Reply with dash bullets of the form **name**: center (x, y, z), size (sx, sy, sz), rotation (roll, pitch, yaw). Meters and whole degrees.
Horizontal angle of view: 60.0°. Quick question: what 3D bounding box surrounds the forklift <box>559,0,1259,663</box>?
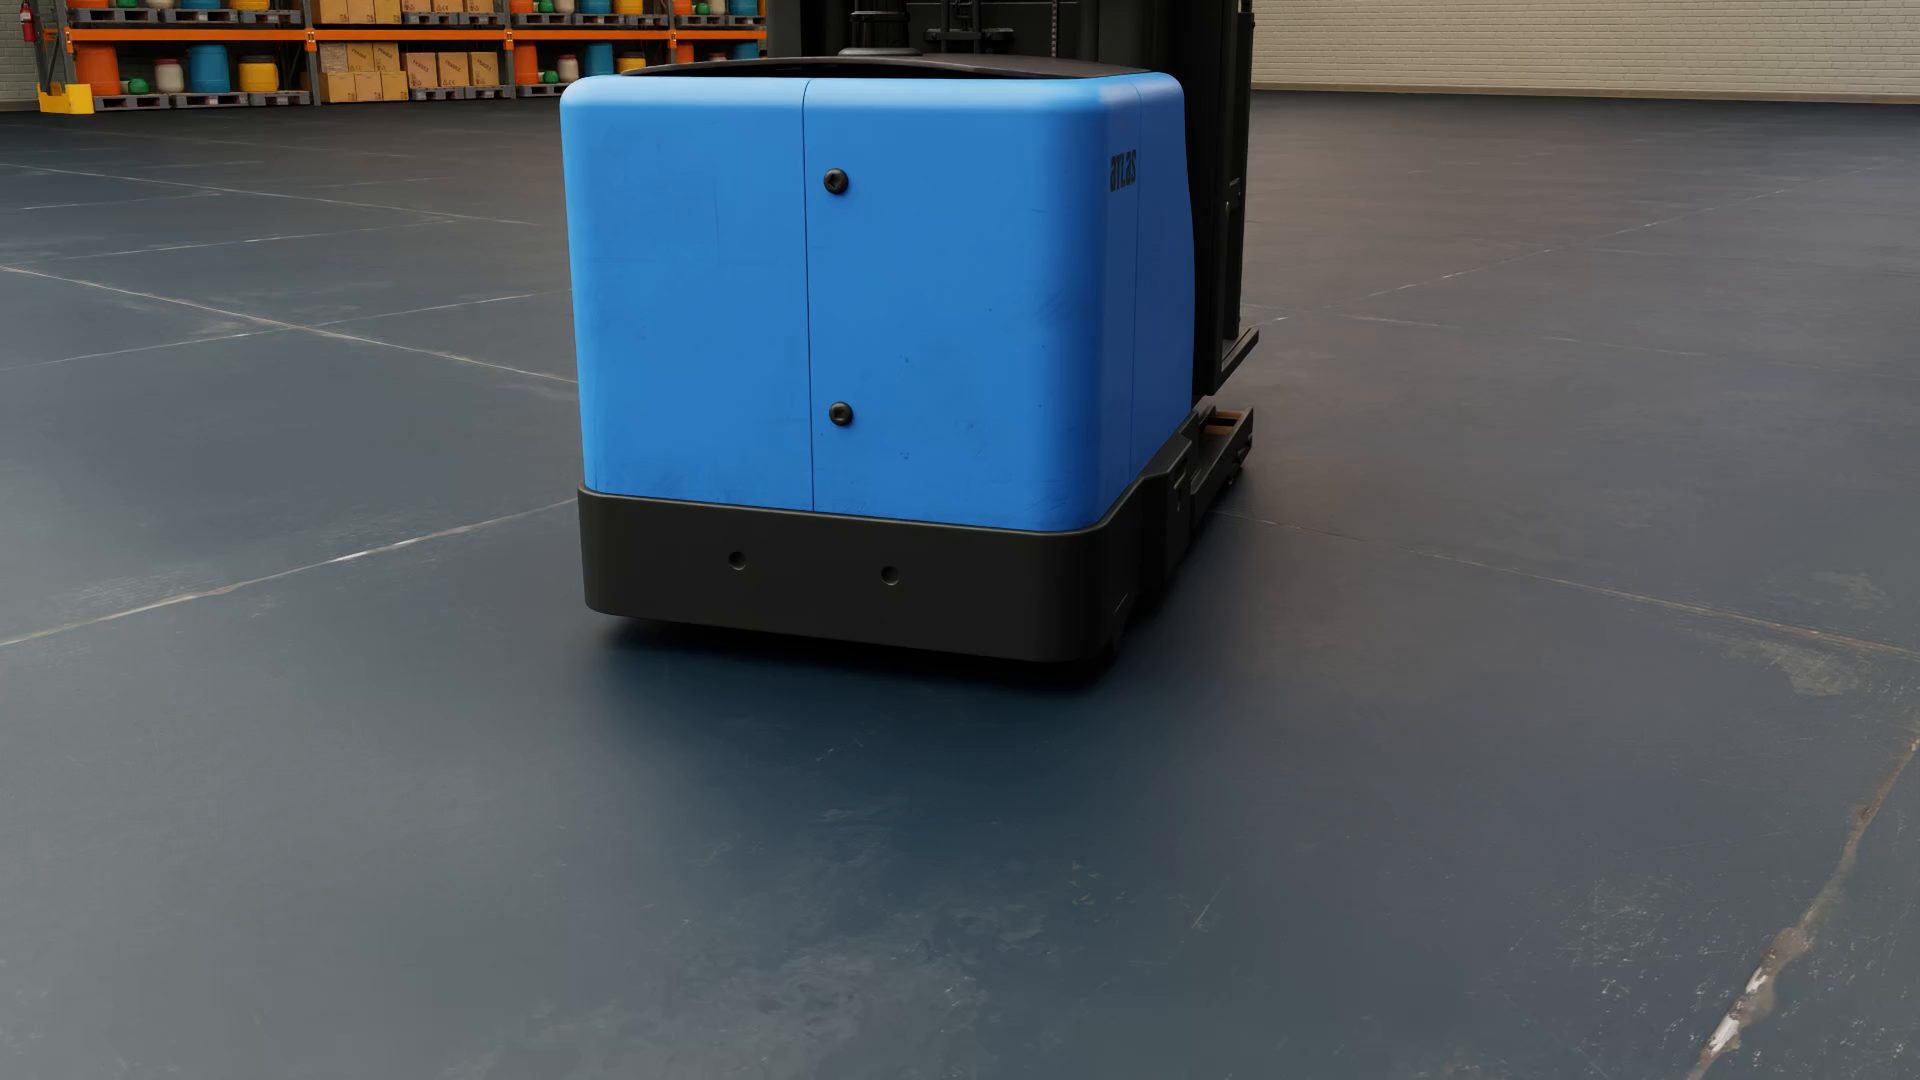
- **forklift**: center (0.182, -1.571, 4.072), size (1.130, 2.935, 3.031), rotation (5, 18, 17)
